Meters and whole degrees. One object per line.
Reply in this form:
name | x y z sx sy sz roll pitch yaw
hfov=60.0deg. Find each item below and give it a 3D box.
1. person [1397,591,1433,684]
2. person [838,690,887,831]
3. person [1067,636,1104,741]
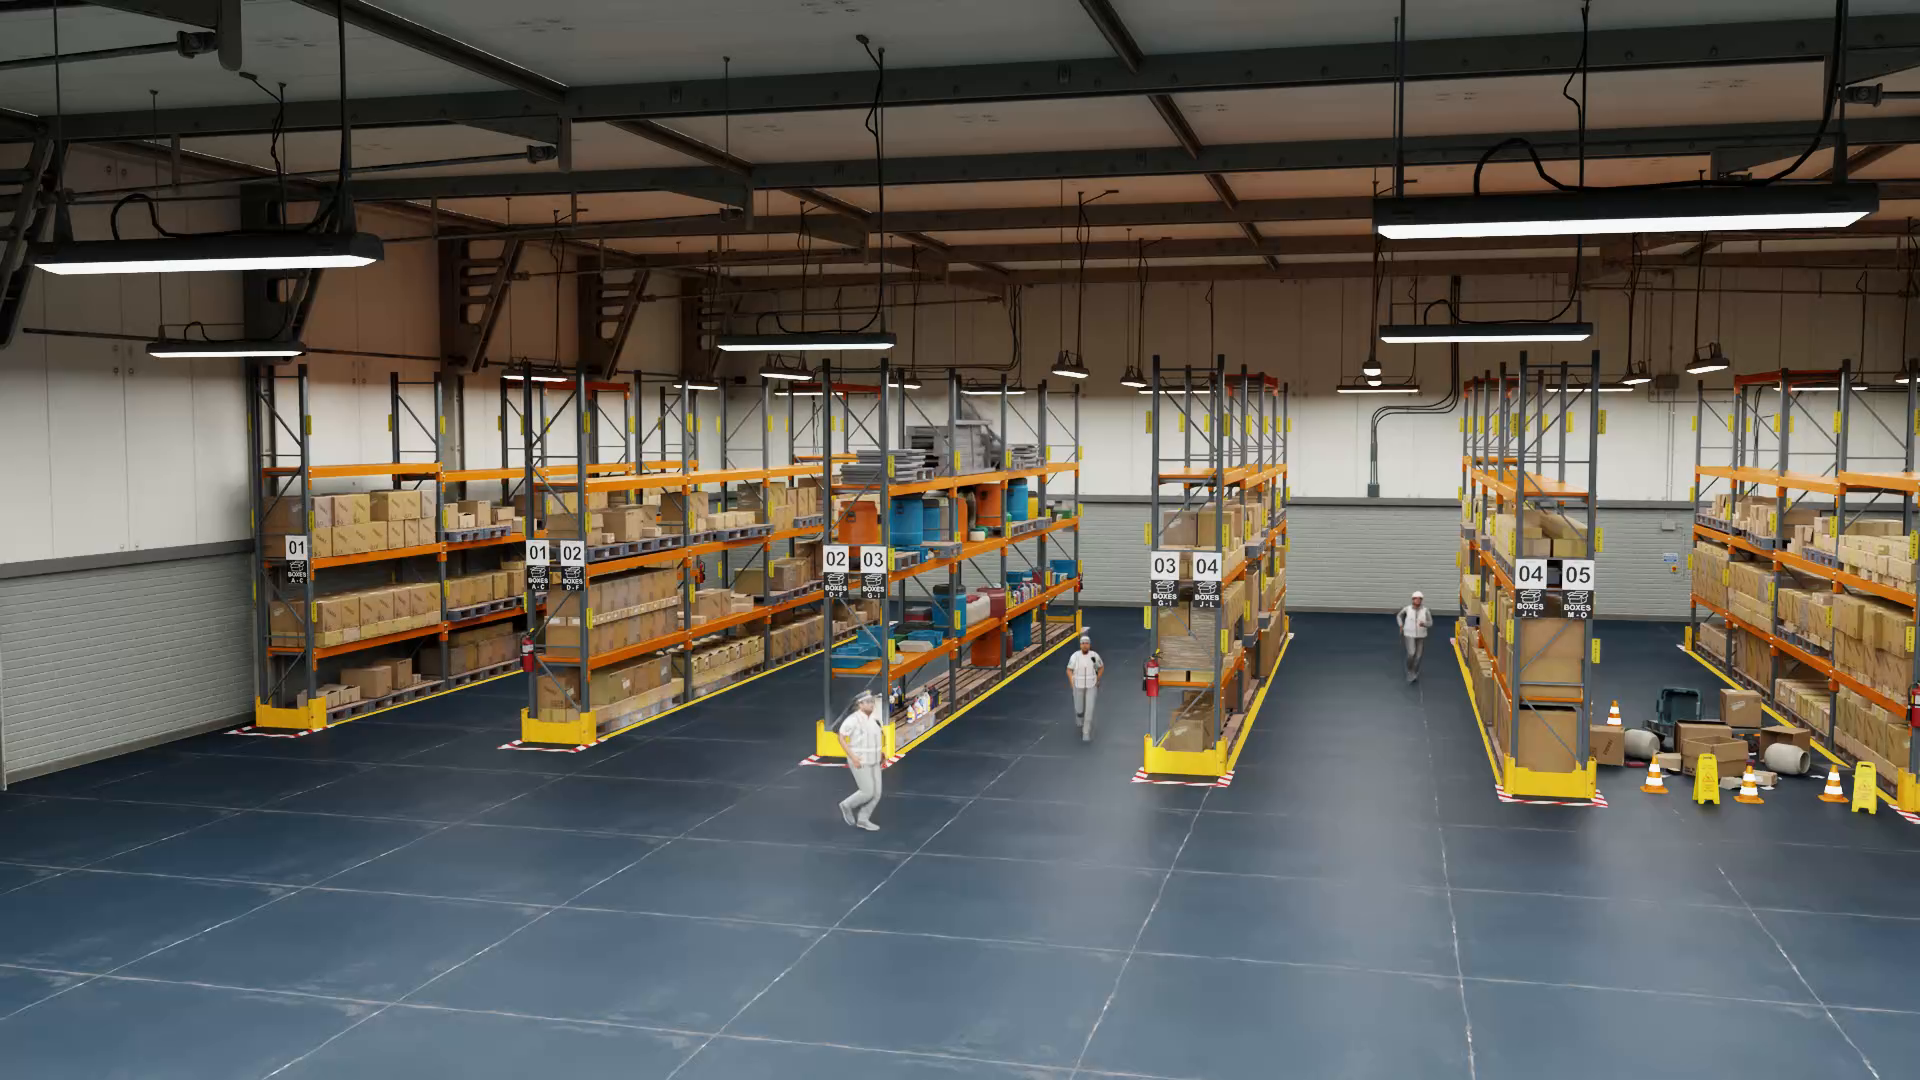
person | 8.856 1.868 32.324 0.638 1.744 0.686 0 4 4
person | -1.205 2.716 20.580 0.548 1.748 0.658 3 5 37
person | 2.017 2.361 26.717 0.608 1.643 0.685 0 4 3
